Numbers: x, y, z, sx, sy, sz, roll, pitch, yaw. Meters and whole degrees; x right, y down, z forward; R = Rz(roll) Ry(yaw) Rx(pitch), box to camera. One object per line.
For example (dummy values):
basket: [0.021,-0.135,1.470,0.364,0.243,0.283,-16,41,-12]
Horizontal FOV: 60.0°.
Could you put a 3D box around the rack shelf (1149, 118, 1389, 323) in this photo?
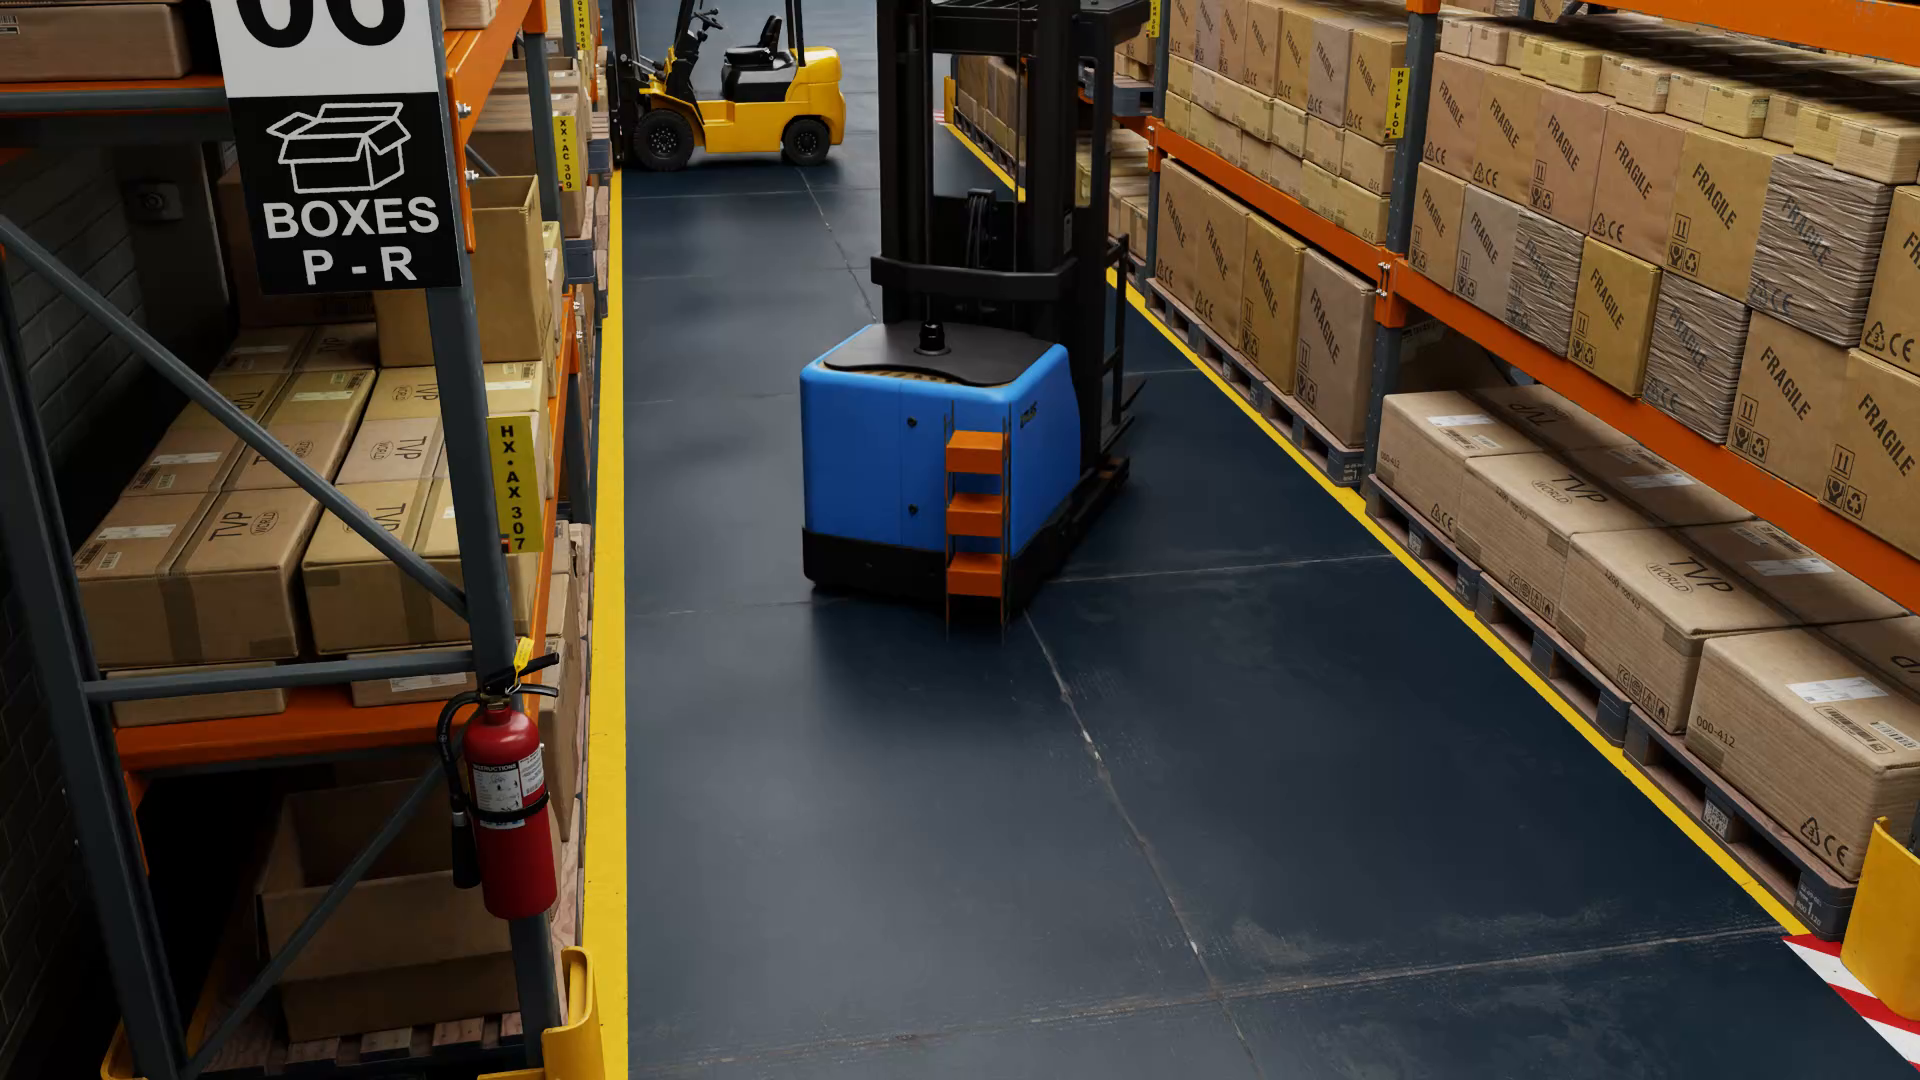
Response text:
rack shelf: [2.244,-2.083,10.171,1.077,0.370,4.000,-4,24,-10]

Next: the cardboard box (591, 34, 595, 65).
cardboard box: [-3.392,-4.156,14.206,0.500,0.250,0.500,-4,24,-9]

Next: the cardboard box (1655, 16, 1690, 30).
cardboard box: [6.190,-4.202,13.998,0.500,0.500,0.500,-5,24,-11]

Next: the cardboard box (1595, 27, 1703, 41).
cardboard box: [2.962,-2.119,7.170,0.380,0.149,0.250,-4,24,-10]

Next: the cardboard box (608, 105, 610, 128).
cardboard box: [-3.705,-4.175,16.348,0.500,0.250,0.500,-5,24,-10]

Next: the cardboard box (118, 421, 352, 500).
cardboard box: [-1.964,-0.116,4.583,0.500,0.250,0.500,-4,24,-10]

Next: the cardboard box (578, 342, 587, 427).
cardboard box: [-2.240,-0.720,8.749,0.500,0.500,0.500,-5,24,-10]

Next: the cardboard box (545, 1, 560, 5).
cardboard box: [-3.196,-4.129,13.020,0.380,0.149,0.250,-4,24,-9]

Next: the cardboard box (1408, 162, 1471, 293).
cardboard box: [2.443,-1.468,7.739,0.500,0.500,0.500,-4,24,-8]

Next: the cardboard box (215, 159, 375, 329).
cardboard box: [-2.249,-1.063,5.815,0.500,0.500,0.500,-5,24,-11]

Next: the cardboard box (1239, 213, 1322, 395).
cardboard box: [2.246,-1.438,9.924,0.875,0.875,0.875,-4,24,-8]

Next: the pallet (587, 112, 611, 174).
pallet: [-2.809,-2.481,10.423,1.213,0.211,1.003,-4,24,-10]

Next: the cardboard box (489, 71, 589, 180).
cardboard box: [-2.374,-2.215,8.924,0.700,0.500,0.500,-4,24,-10]

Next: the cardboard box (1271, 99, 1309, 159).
cardboard box: [2.092,-2.341,9.426,0.500,0.250,0.500,-4,24,-8]

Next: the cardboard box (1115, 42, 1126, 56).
cardboard box: [1.411,-3.935,12.490,0.500,0.500,0.500,-5,24,-11]

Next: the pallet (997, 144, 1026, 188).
pallet: [0.976,-3.757,16.587,1.003,0.211,1.213,-4,24,-10]

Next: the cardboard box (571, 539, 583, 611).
cardboard box: [-1.806,0.141,7.071,0.396,0.266,0.258,-3,24,-8]

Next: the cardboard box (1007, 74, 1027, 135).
cardboard box: [0.762,-4.262,16.234,0.500,0.500,0.500,-5,24,-10]

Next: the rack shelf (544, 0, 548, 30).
rack shelf: [-2.633,-3.089,8.726,1.077,0.370,4.000,-4,24,-10]

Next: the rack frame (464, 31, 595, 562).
rack frame: [-2.263,-1.257,7.381,1.000,3.000,0.127,-4,24,-10]

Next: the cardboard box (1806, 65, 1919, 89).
cardboard box: [3.315,-1.627,6.044,0.380,0.149,0.250,-5,24,-11]

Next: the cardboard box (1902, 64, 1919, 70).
cardboard box: [6.764,-3.304,11.484,0.380,0.149,0.250,-4,24,-10]

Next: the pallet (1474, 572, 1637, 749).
pallet: [2.907,0.437,6.985,1.003,0.211,1.213,-4,24,-10]

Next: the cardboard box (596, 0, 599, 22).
cardboard box: [-4.047,-5.644,17.301,0.500,0.500,0.500,-4,24,-8]

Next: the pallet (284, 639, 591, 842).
pallet: [-1.908,0.772,6.220,1.003,0.211,1.213,-4,24,-10]

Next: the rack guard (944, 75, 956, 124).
rack guard: [0.409,-5.171,19.465,1.175,0.500,0.348,-4,24,-10]

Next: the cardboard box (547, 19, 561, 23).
cardboard box: [-2.957,-3.627,11.871,0.380,0.149,0.250,-4,24,-9]

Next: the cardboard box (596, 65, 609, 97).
cardboard box: [-3.801,-4.612,16.723,0.500,0.250,0.500,-5,24,-11]

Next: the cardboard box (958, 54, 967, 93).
cardboard box: [0.277,-5.275,18.554,0.500,0.500,0.500,-5,24,-12]

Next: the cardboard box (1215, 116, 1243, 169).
cardboard box: [1.921,-2.512,10.442,0.500,0.250,0.500,-4,24,-8]

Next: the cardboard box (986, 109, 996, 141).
cardboard box: [0.563,-4.327,17.320,0.500,0.250,0.500,-4,24,-9]

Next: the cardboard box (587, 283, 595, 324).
cardboard box: [-2.714,-1.727,11.055,0.500,0.500,0.500,-4,24,-8]

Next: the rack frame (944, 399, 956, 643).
rack frame: [-0.043,-0.073,7.104,0.008,1.050,0.200,4,24,9]

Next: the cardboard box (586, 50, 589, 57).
cardboard box: [-3.210,-3.987,13.194,0.500,0.250,0.500,-4,24,-9]

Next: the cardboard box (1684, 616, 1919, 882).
cardboard box: [3.133,0.677,5.629,0.875,0.438,0.875,-5,24,-12]

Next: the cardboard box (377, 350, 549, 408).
cardboard box: [-1.649,-0.547,5.570,0.500,0.250,0.500,-5,24,-11]

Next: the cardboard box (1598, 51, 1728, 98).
cardboard box: [2.703,-1.785,6.406,0.380,0.149,0.250,-4,24,-10]

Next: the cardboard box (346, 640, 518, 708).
cardboard box: [-1.315,0.282,4.172,0.380,0.149,0.250,-4,24,-10]

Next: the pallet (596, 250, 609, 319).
pallet: [-3.117,-1.880,12.290,1.003,0.211,1.213,-4,24,-10]

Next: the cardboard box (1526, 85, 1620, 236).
cardboard box: [2.635,-1.523,6.616,0.500,0.500,0.500,-4,24,-9]

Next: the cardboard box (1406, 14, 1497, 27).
cardboard box: [2.694,-2.523,8.904,0.500,0.500,0.500,-4,24,-10]

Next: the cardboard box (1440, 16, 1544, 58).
cardboard box: [2.417,-2.284,7.547,0.380,0.149,0.250,-5,24,-11]

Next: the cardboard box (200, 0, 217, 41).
cardboard box: [-1.990,-1.250,3.931,0.380,0.149,0.250,-4,24,-8]

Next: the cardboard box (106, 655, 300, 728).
cardboard box: [-1.849,0.321,4.082,0.380,0.149,0.250,-5,24,-10]

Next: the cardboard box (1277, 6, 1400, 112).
cardboard box: [2.107,-2.691,9.290,0.500,0.500,0.500,-4,24,-8]

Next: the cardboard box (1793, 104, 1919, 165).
cardboard box: [2.883,-1.276,5.239,0.380,0.149,0.250,-4,24,-9]

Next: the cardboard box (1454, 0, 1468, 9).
cardboard box: [5.793,-5.828,17.658,0.875,0.550,0.550,-4,24,-10]

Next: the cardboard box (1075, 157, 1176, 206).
cardboard box: [1.501,-2.999,14.128,0.950,0.372,0.625,-4,24,-8]

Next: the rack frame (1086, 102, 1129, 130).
rack frame: [1.135,-4.773,15.430,1.000,3.000,0.127,-4,24,-10]

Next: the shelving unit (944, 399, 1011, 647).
shelving unit: [0.077,-0.066,7.085,0.252,1.050,0.215,4,24,9]

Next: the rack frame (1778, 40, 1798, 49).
rack frame: [6.720,-3.606,12.758,1.000,3.000,0.127,-4,24,-10]

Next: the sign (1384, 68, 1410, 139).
sign: [2.083,-2.077,7.909,0.100,0.325,0.005,-4,24,-10]

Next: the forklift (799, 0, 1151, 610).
forklift: [0.267,-1.595,8.240,1.130,2.935,3.031,9,25,19]

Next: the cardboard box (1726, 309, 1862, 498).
cardboard box: [2.926,-0.467,5.447,0.500,0.500,0.500,-5,24,-11]
